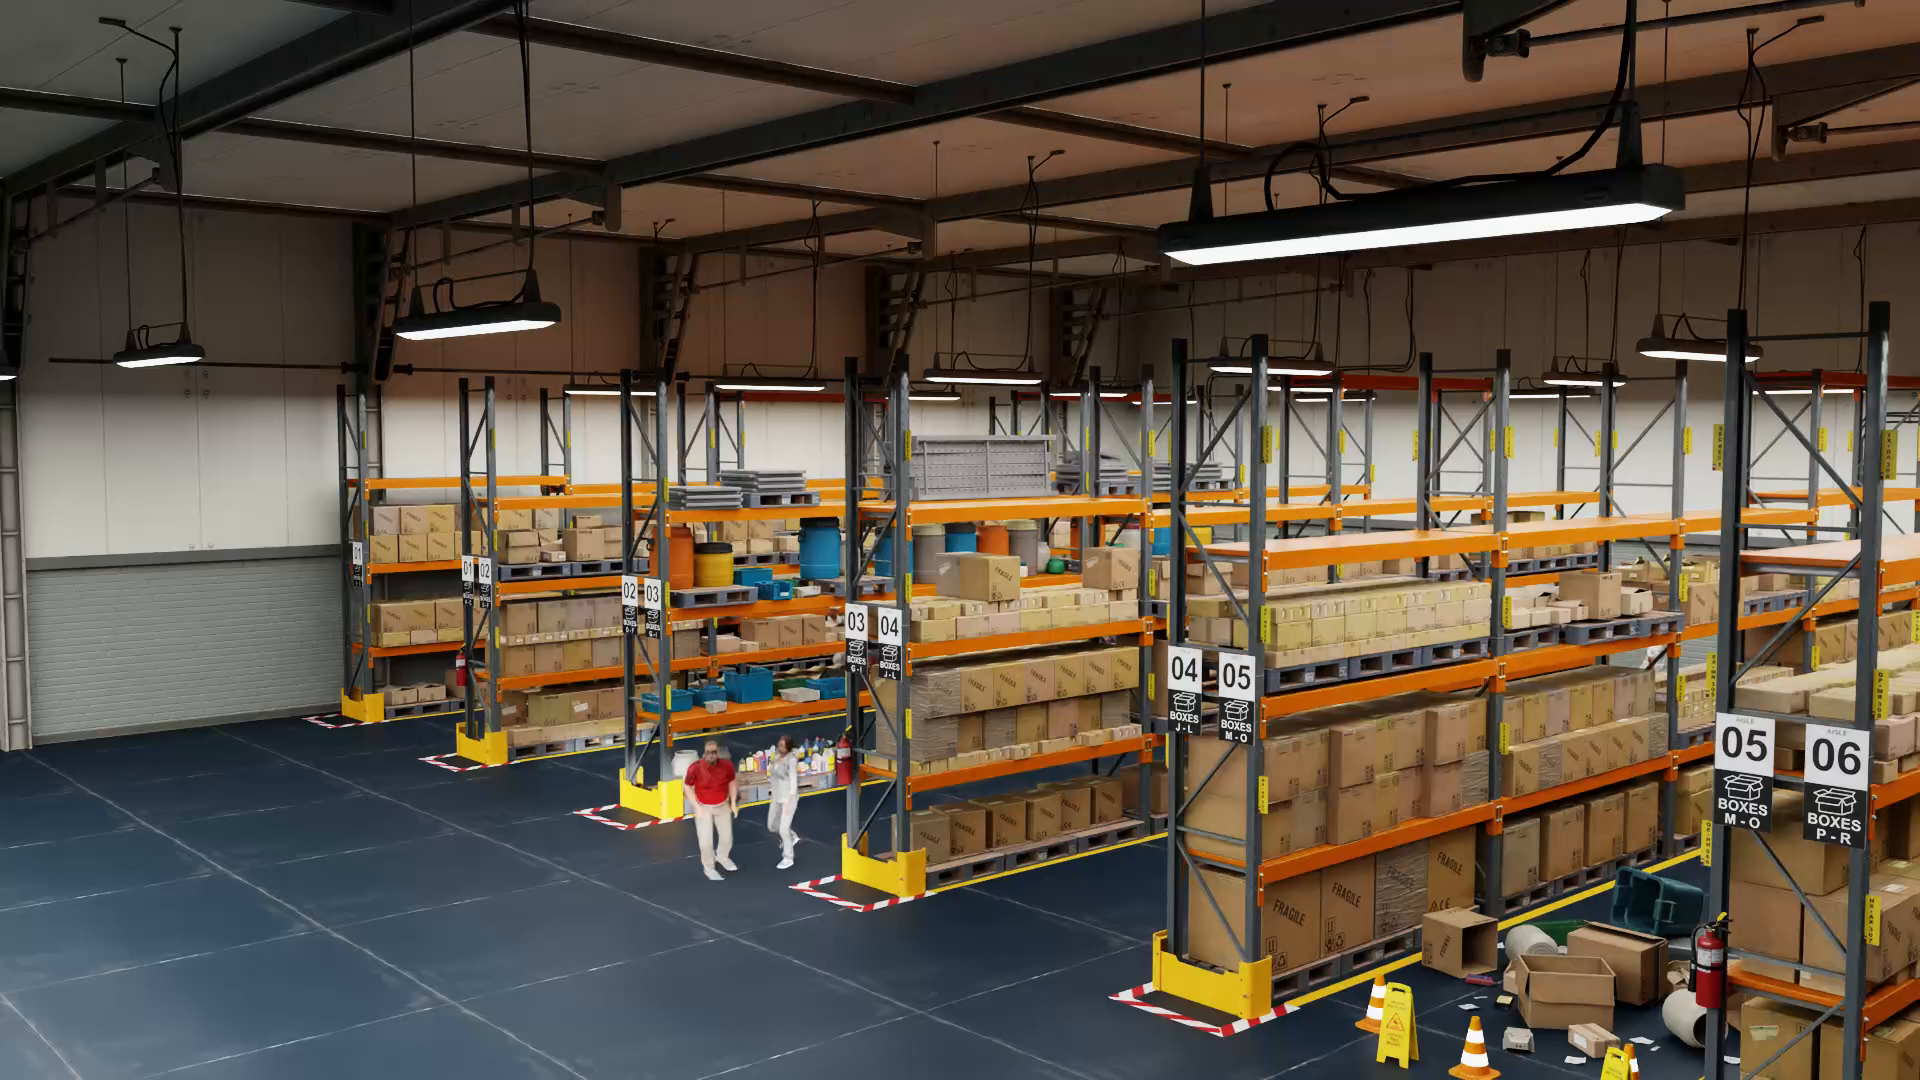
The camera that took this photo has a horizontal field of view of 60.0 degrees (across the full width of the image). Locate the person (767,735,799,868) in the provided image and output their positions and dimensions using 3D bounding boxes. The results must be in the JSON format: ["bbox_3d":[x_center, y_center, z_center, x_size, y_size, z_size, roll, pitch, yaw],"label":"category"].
[{"bbox_3d":[-2.055,3.070,19.742,0.603,1.568,0.542,3,5,42],"label":"person"}]

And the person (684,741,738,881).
[{"bbox_3d":[-2.867,3.092,19.171,0.669,1.661,0.763,-1,4,-21],"label":"person"}]

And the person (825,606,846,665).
[{"bbox_3d":[-2.373,2.118,33.102,0.688,1.758,0.994,4,5,44],"label":"person"}]

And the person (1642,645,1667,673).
[{"bbox_3d":[12.415,2.373,29.696,0.454,1.755,0.675,1,4,21],"label":"person"}]
